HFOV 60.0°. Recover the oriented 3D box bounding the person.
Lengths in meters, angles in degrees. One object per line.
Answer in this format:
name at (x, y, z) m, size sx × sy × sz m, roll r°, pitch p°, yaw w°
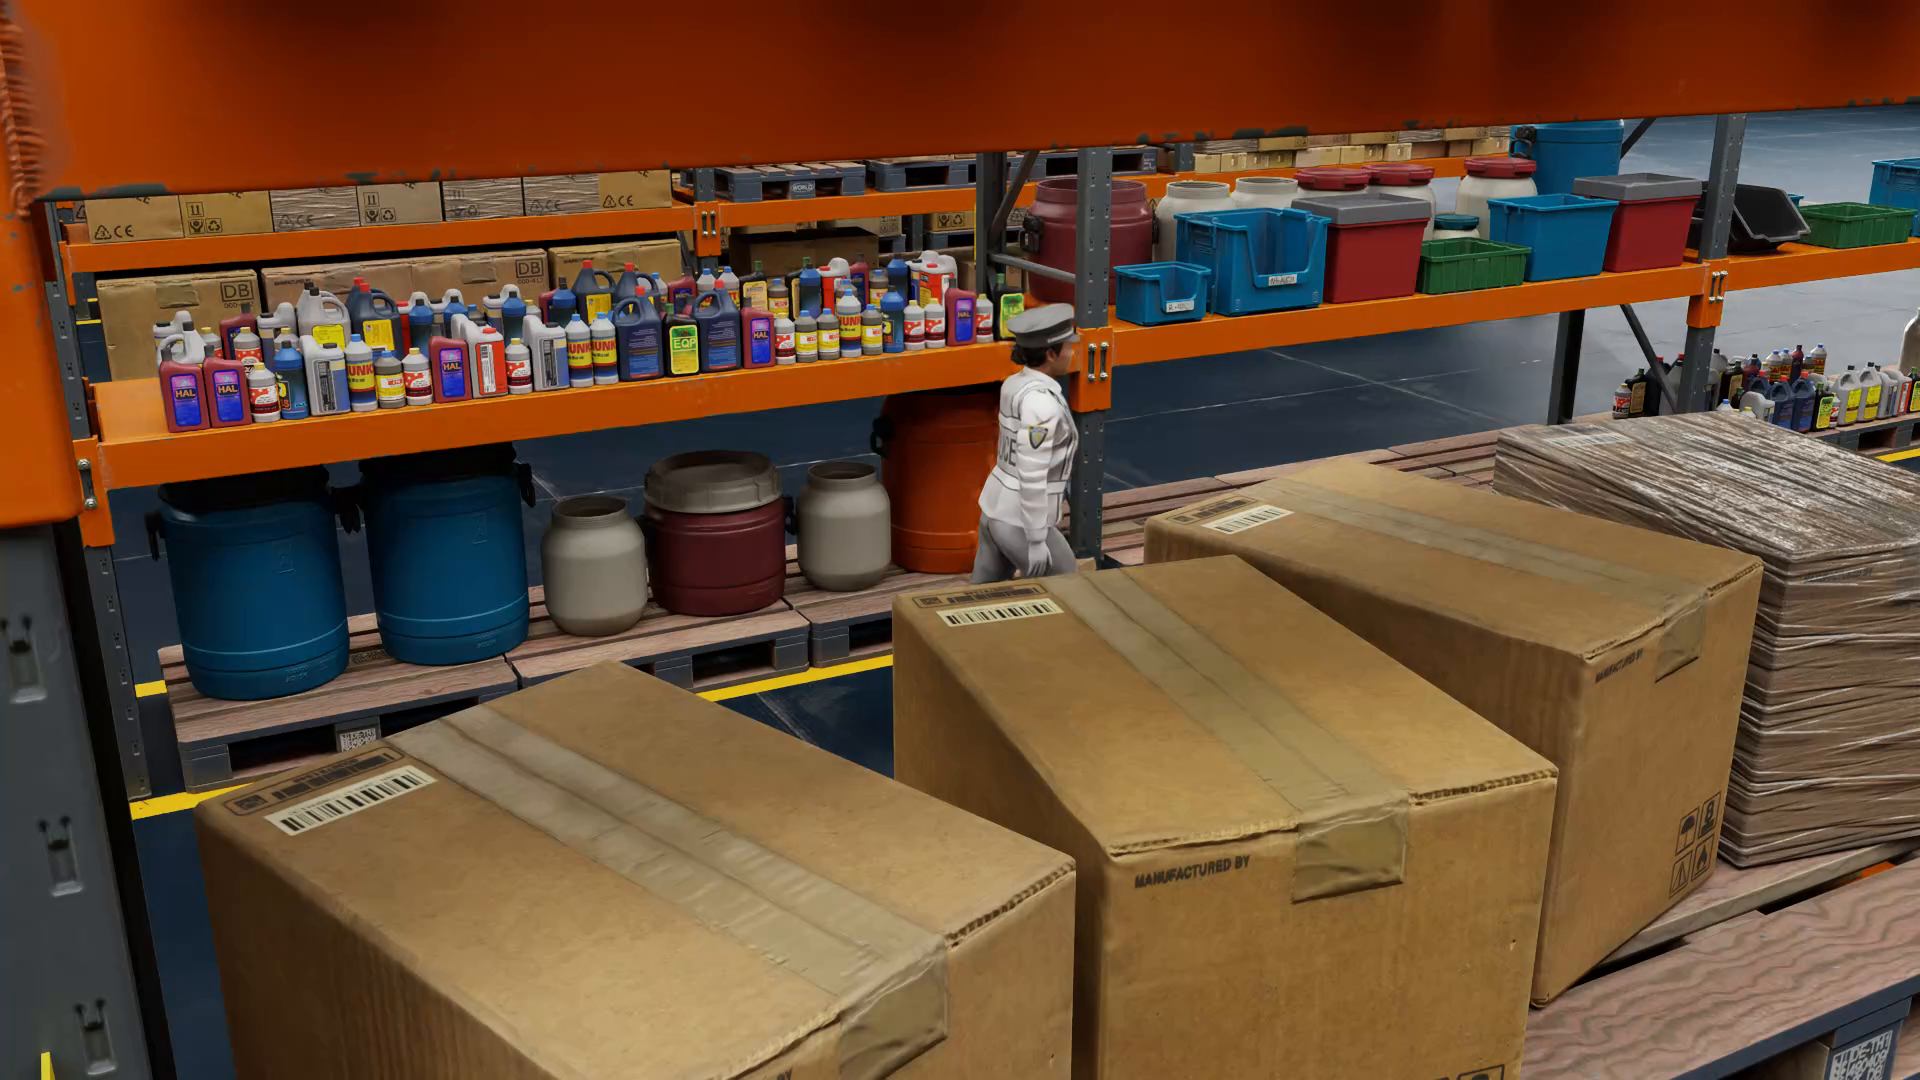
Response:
person at (0.299, -0.073, 6.251) m, size 0.871 × 1.634 × 0.526 m, roll -4°, pitch 19°, yaw -13°
